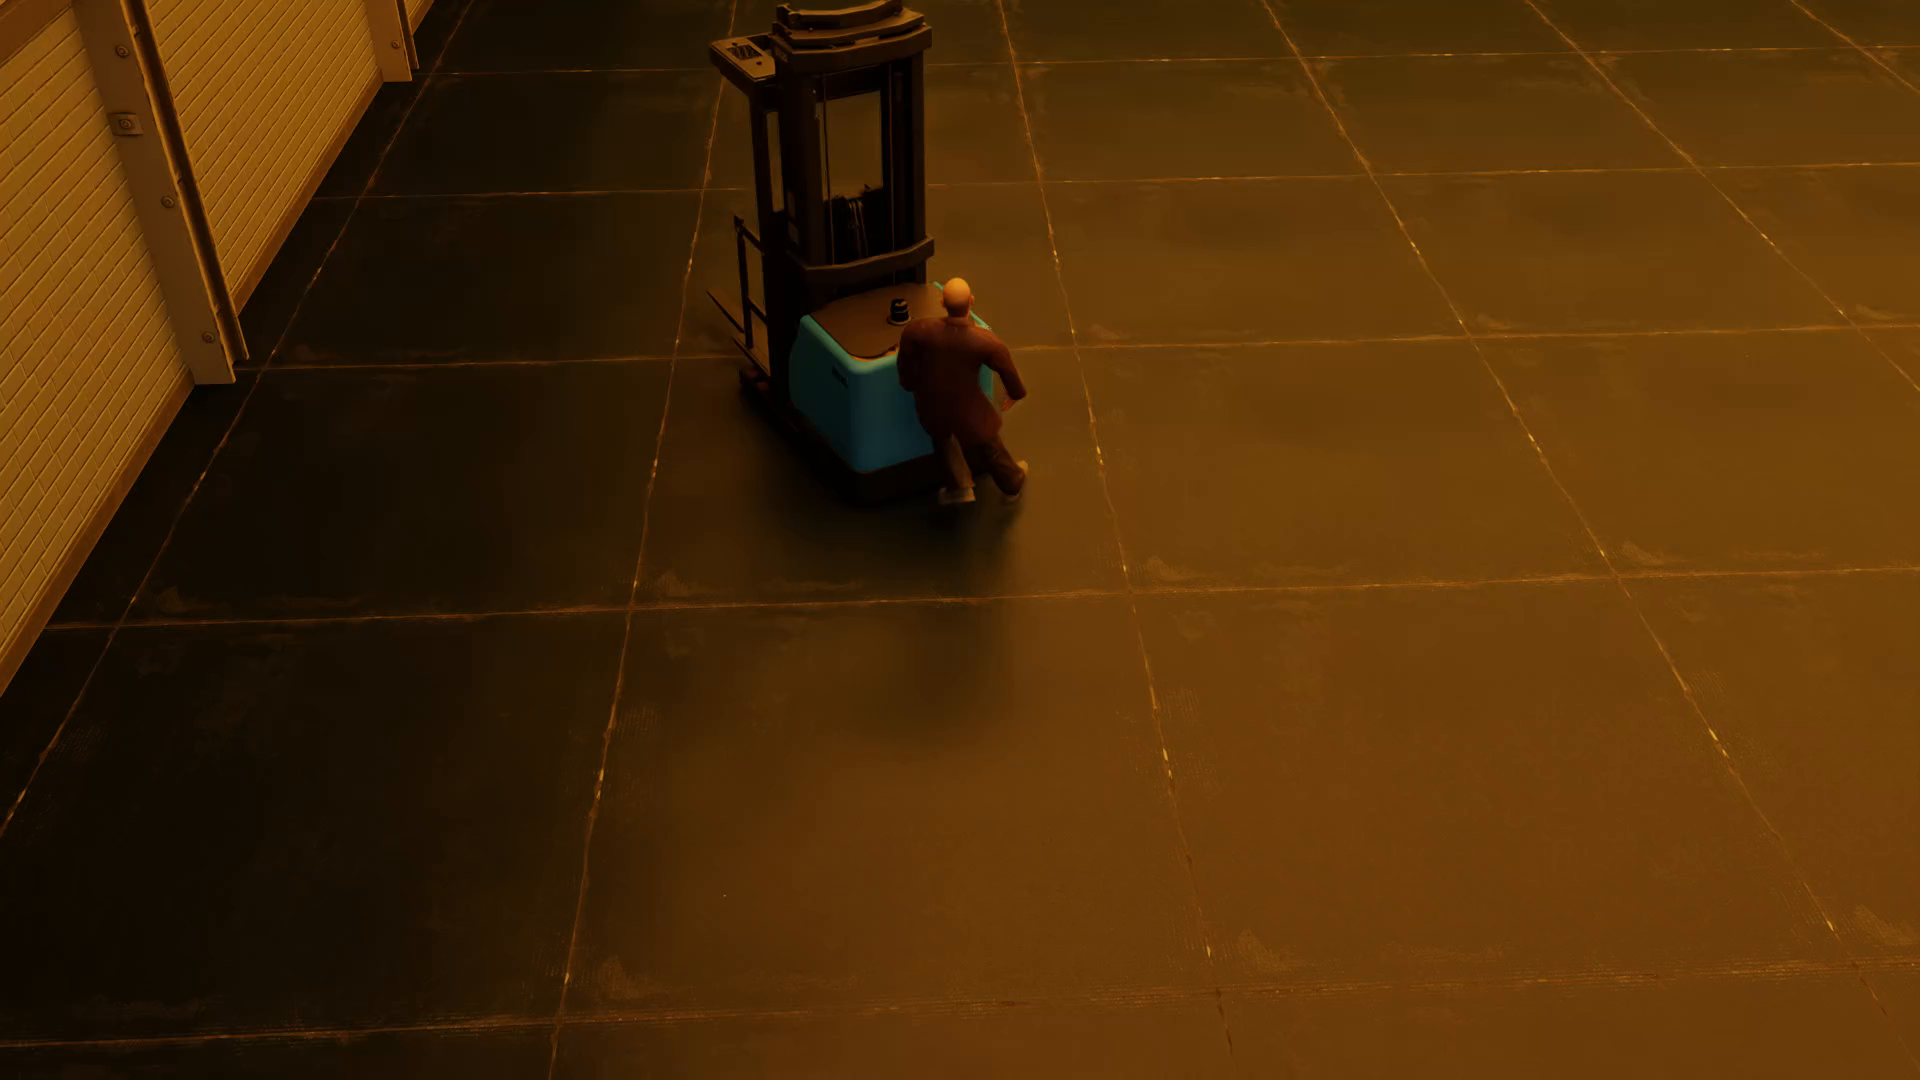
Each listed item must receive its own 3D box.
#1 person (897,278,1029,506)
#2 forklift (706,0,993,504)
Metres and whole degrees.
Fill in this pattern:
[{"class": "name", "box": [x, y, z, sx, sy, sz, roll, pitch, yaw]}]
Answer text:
[{"class": "person", "box": [0.036, -0.960, 10.381, 0.774, 1.695, 0.751, 7, 37, 10]}, {"class": "forklift", "box": [-0.925, -2.264, 11.119, 1.130, 2.935, 3.031, -18, 40, -23]}]
